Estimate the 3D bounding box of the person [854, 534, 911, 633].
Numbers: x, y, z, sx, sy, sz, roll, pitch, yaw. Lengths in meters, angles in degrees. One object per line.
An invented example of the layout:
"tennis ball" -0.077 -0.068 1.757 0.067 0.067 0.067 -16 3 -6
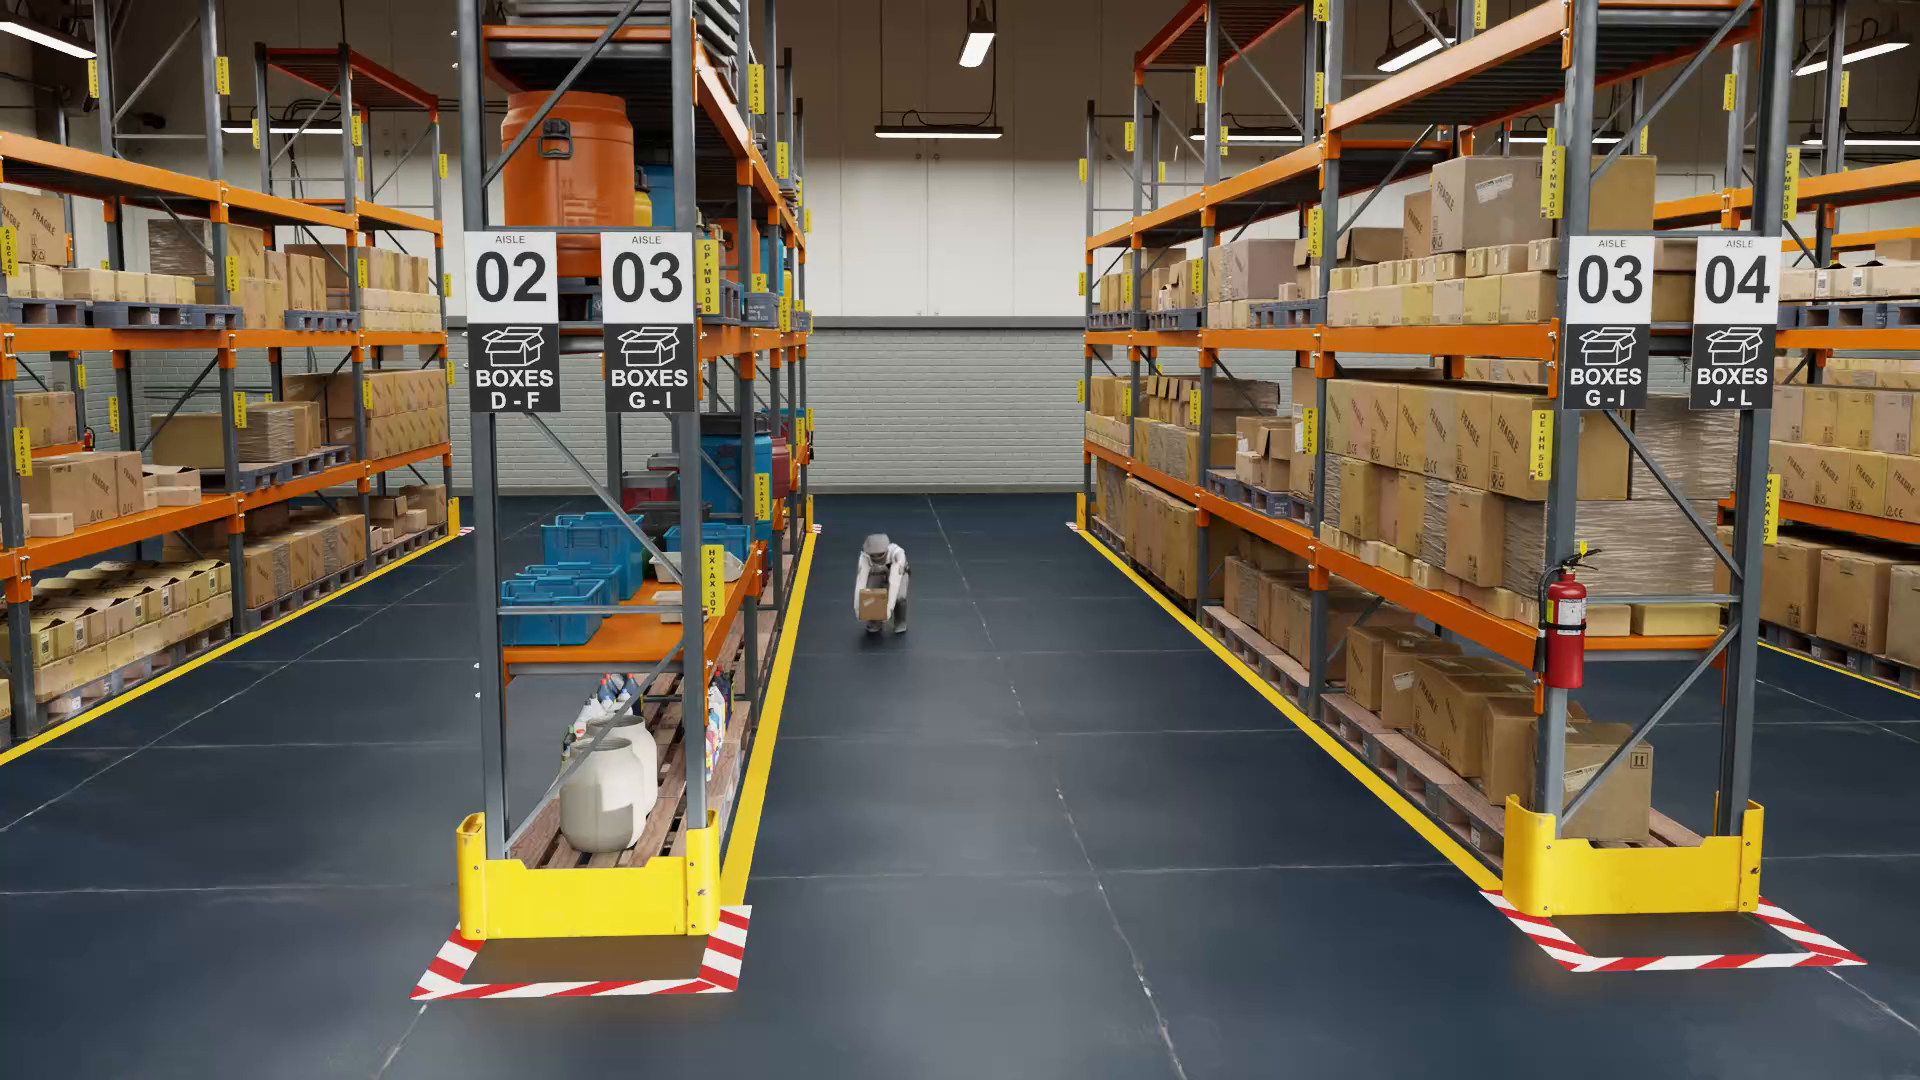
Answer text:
"person" -0.716 0.393 15.433 0.459 0.970 0.906 1 7 12
